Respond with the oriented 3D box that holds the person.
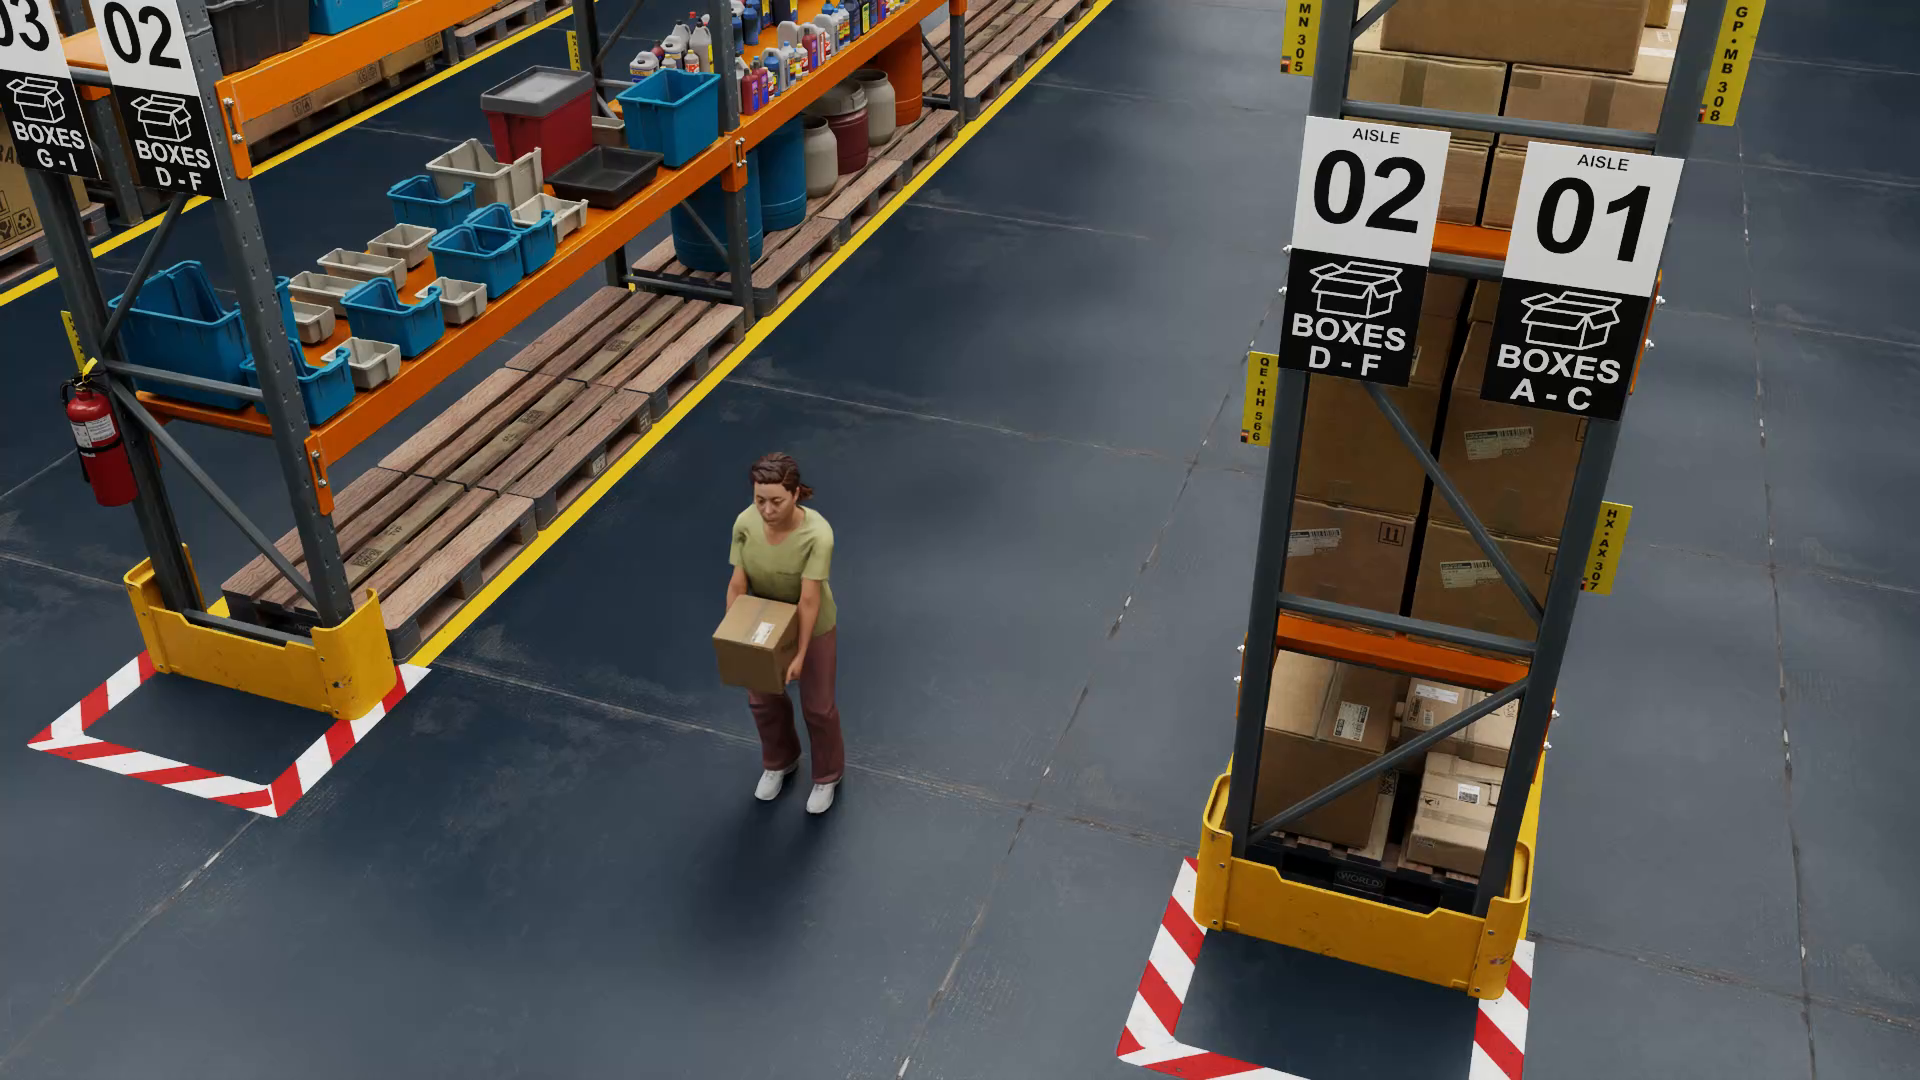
[{"bbox_3d":[-0.694,0.396,6.559,0.409,1.661,0.512,11,35,16],"label":"person"}]
